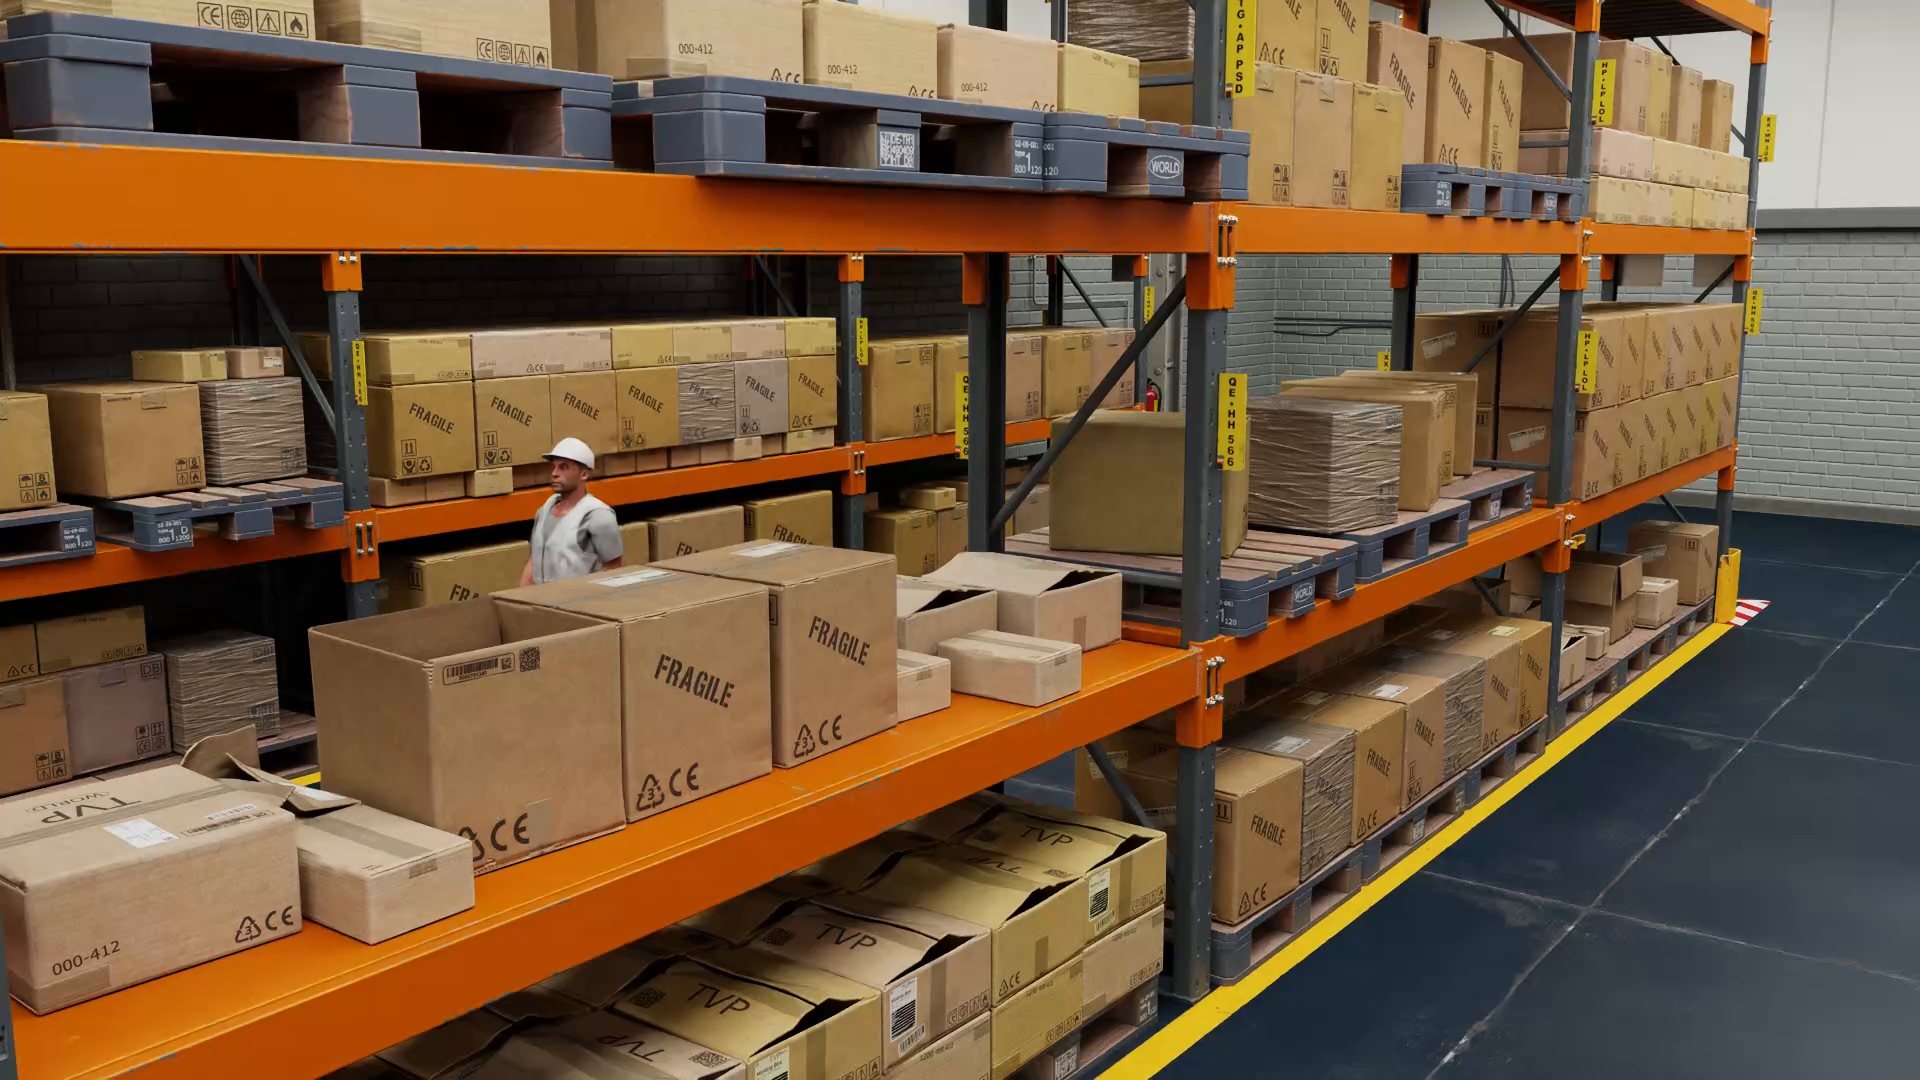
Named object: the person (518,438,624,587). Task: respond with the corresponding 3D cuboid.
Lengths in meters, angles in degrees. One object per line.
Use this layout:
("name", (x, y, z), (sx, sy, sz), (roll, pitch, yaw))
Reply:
("person", (-1.959, 0.375, 8.126), (1.039, 1.739, 0.527), (-9, 13, -43))
